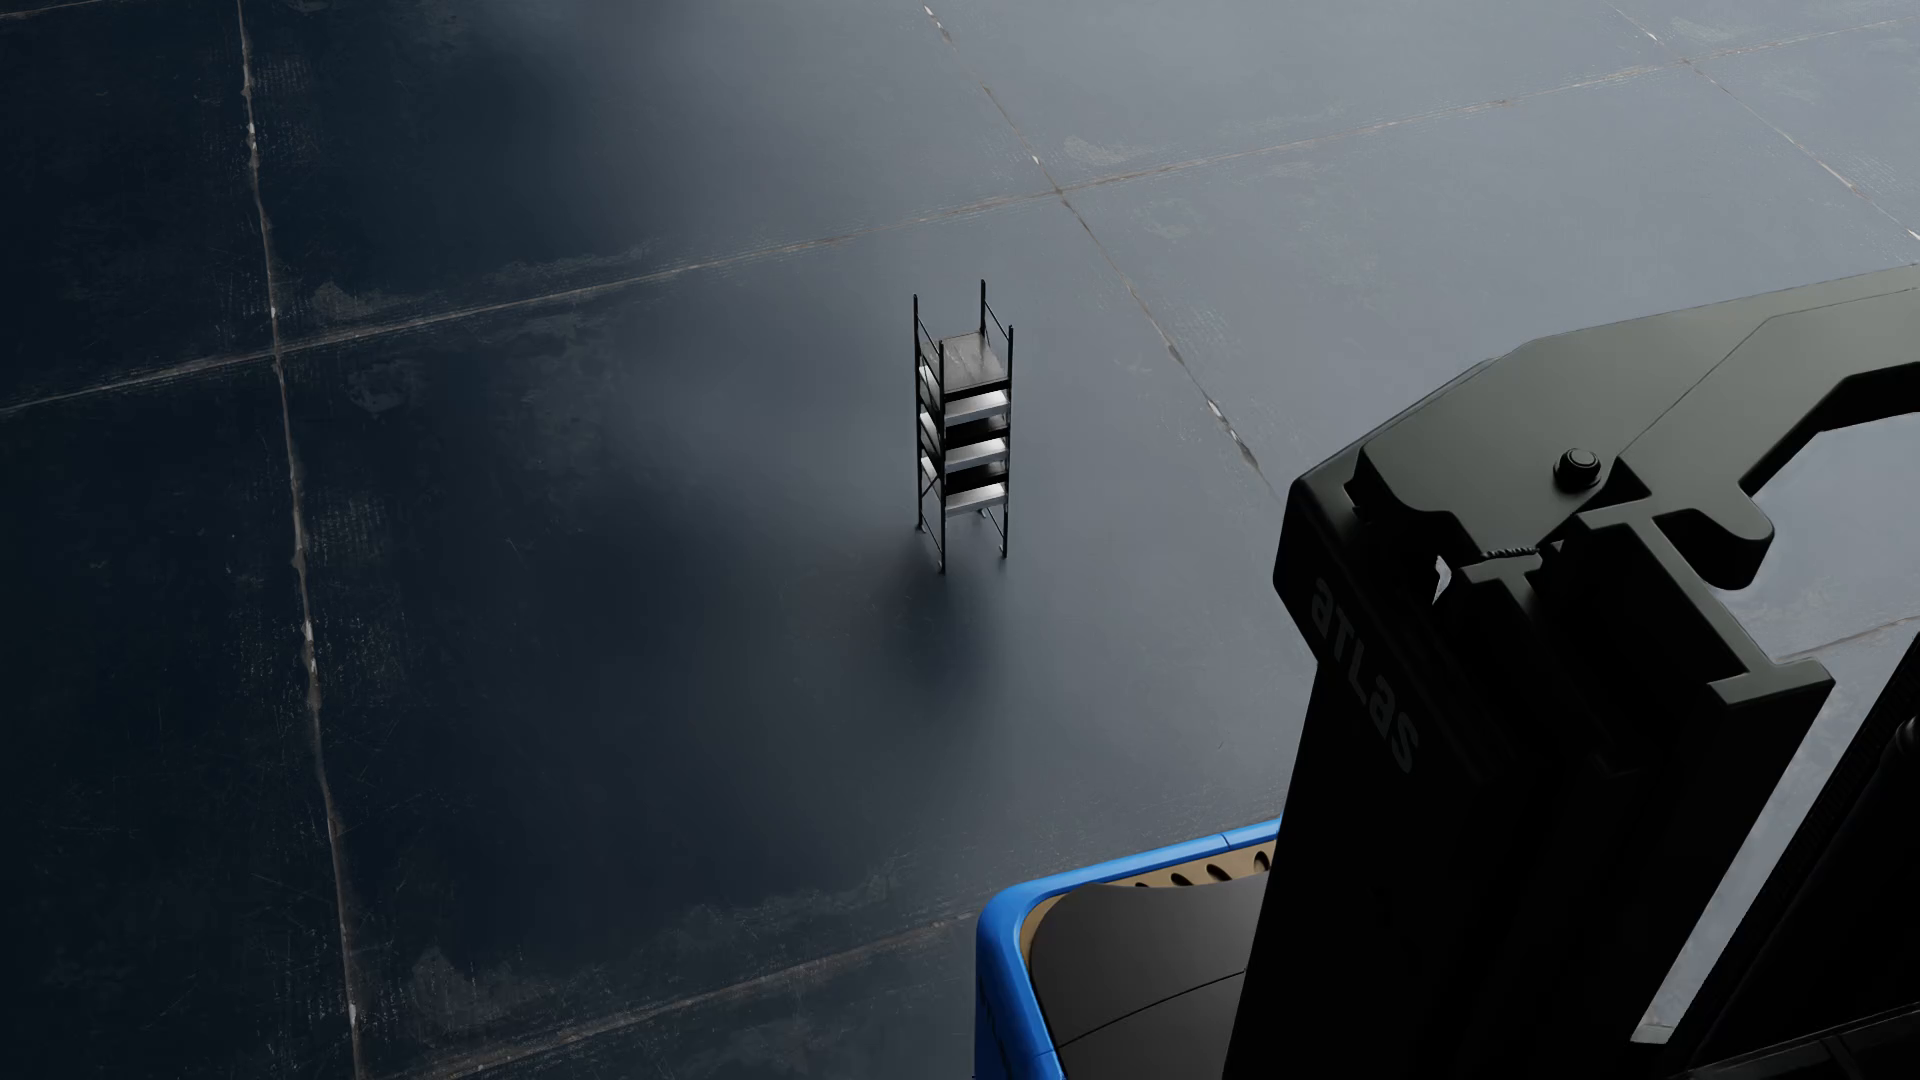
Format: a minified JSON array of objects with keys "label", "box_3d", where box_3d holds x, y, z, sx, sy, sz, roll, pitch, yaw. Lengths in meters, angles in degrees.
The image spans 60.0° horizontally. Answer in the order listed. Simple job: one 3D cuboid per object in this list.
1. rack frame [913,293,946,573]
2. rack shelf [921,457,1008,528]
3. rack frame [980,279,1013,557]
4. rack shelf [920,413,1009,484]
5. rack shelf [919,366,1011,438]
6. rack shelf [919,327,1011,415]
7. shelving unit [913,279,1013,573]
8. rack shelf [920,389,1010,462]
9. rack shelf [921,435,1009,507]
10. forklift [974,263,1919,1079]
[{"label":"rack frame","box_3d":[-0.088,-0.295,4.909,0.006,0.900,0.240,-14,47,-14]},{"label":"rack shelf","box_3d":[0.008,-0.169,5.084,0.200,0.077,0.258,-14,47,-14]},{"label":"rack frame","box_3d":[0.103,-0.344,4.958,0.006,0.900,0.240,-14,47,-14]},{"label":"rack shelf","box_3d":[0.008,-0.296,4.957,0.200,0.077,0.258,-14,47,-14]},{"label":"rack shelf","box_3d":[0.008,-0.423,4.829,0.200,0.077,0.258,-14,47,-14]},{"label":"rack shelf","box_3d":[0.008,-0.487,4.766,0.200,0.077,0.258,-14,47,-14]},{"label":"shelving unit","box_3d":[0.008,-0.320,4.933,0.210,0.900,0.258,-14,47,-14]},{"label":"rack shelf","box_3d":[0.008,-0.360,4.893,0.200,0.077,0.258,-14,47,-14]},{"label":"rack shelf","box_3d":[0.008,-0.233,5.021,0.200,0.077,0.258,-14,47,-14]},{"label":"forklift","box_3d":[0.918,1.288,1.897,1.130,2.935,3.031,-12,46,-11]}]
